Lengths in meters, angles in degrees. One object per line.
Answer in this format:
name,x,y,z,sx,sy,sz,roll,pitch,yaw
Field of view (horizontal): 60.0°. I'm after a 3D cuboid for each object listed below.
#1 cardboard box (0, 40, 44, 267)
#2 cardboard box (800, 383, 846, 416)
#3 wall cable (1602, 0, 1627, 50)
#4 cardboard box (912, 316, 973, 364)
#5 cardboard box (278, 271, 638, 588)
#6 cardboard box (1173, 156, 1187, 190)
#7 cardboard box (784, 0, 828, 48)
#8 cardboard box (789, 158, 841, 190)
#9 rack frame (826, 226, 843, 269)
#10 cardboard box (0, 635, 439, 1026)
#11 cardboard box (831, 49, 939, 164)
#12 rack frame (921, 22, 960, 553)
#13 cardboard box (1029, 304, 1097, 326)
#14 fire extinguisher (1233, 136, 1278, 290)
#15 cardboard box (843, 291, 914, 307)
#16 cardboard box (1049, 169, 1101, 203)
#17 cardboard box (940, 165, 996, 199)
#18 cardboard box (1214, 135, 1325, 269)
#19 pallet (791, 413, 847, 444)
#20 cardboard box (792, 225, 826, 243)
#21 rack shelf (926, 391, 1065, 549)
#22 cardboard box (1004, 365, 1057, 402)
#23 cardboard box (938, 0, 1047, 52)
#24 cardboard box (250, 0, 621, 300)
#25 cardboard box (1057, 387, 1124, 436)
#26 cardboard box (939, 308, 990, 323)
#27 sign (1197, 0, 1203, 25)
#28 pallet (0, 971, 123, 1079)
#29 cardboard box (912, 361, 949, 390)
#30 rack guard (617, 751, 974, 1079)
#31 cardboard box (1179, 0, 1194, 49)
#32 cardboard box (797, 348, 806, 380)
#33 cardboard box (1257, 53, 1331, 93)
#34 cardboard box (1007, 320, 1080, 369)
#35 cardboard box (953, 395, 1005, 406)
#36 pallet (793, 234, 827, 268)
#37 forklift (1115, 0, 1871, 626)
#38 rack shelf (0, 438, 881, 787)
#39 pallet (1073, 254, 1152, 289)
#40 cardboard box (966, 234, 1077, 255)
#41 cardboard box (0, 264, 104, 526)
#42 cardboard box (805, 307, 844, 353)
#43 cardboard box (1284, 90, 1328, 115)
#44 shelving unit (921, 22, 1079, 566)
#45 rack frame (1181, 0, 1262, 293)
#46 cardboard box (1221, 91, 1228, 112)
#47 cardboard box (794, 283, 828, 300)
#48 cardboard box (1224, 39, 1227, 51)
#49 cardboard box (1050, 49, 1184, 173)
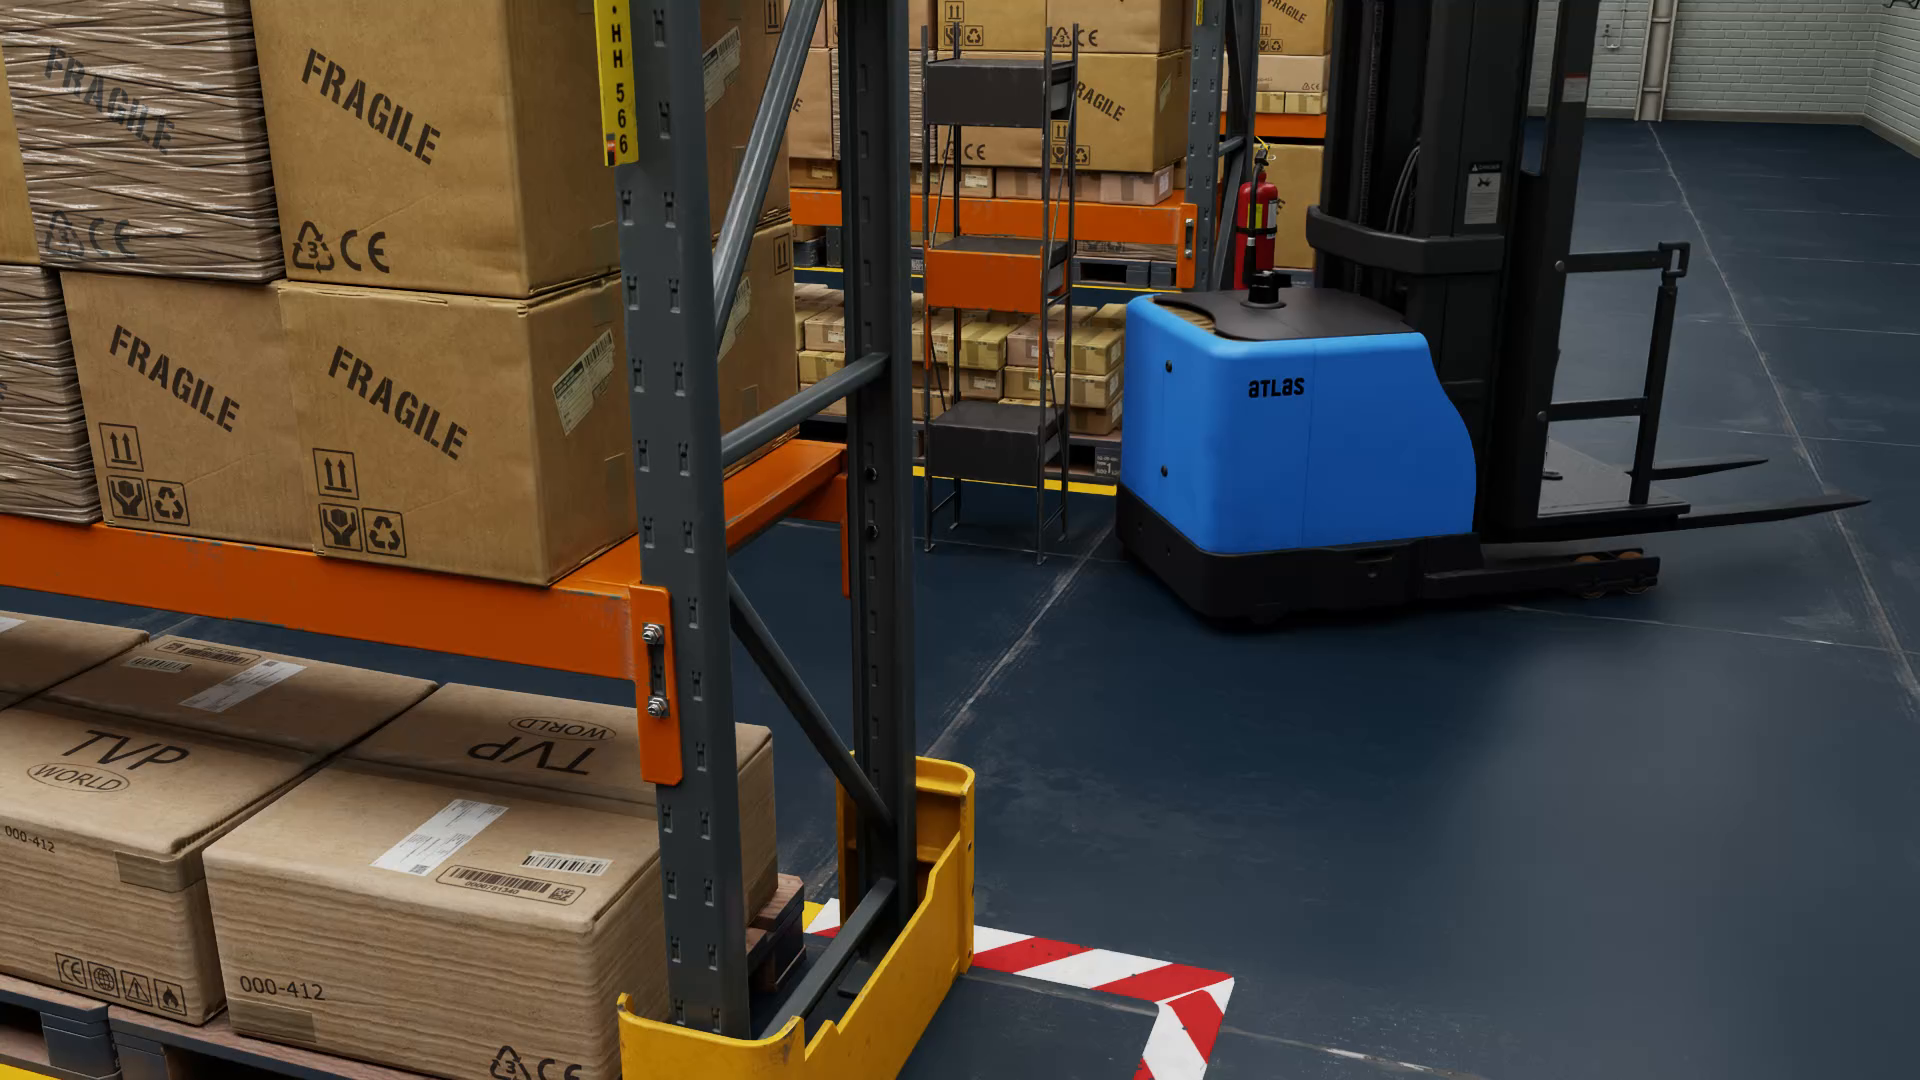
cardboard box,-1.827,-0.838,3.251,0.500,0.500,0.500,6,20,18
cardboard box,-0.609,-0.751,8.366,0.250,0.149,0.380,7,20,19
wall cable,9.325,-8.576,25.577,1.851,1.984,0.084,7,20,18
cardboard box,-0.107,-0.981,8.123,0.250,0.149,0.380,6,20,16
cardboard box,-0.867,-0.256,3.100,0.500,0.500,0.500,7,20,18
cardboard box,1.006,-1.807,8.084,0.250,0.149,0.380,6,20,18
cardboard box,-0.782,-2.585,7.811,0.500,0.500,0.500,6,20,16
cardboard box,-0.640,-1.807,8.086,0.250,0.149,0.380,7,20,19
rack frame,-0.850,-3.752,13.282,0.127,3.000,1.000,7,20,18
cardboard box,-1.848,0.637,3.947,0.875,0.438,0.875,7,20,20
cardboard box,-0.271,-2.054,7.807,0.500,0.500,0.500,7,20,18
rack frame,-0.074,-1.000,6.755,0.015,2.100,0.400,7,20,18
cardboard box,0.522,-1.076,8.396,0.250,0.149,0.380,7,20,19
fire extinguisher,1.291,-1.405,7.234,0.183,0.674,0.296,7,20,18
cardboard box,-0.428,-1.220,8.808,0.250,0.149,0.380,7,20,19
cardboard box,0.582,-1.656,7.651,0.250,0.149,0.380,6,20,18
cardboard box,0.091,-1.698,7.773,0.250,0.149,0.380,7,20,20
cardboard box,2.297,-2.559,12.450,0.875,0.875,0.875,7,20,18
pallet,-0.771,-0.711,8.795,1.213,0.211,1.003,7,20,18
cardboard box,-1.462,-3.010,13.743,0.875,0.875,1.225,7,20,18
rack shelf,0.156,-0.300,6.914,0.480,0.518,0.431,7,20,18
cardboard box,0.383,-0.794,8.039,0.250,0.149,0.380,6,20,17
cardboard box,0.212,-2.475,7.497,0.500,0.500,0.500,6,20,16
cardboard box,-0.858,-0.736,2.959,0.500,0.500,0.500,7,20,20
cardboard box,0.639,-0.633,8.027,0.250,0.149,0.380,7,20,19
cardboard box,0.064,-1.144,8.591,0.250,0.149,0.380,6,20,15
sign,1.004,-2.314,6.918,0.005,0.325,0.100,7,20,18
pallet,-2.254,0.884,4.220,1.213,0.211,1.003,7,20,18
cardboard box,-0.099,-0.866,8.245,0.250,0.149,0.380,6,20,17
rack guard,-0.301,0.944,3.607,0.348,0.500,1.175,7,20,18
cardboard box,0.868,-2.579,7.796,0.500,0.500,0.500,6,20,18
cardboard box,-0.877,-0.911,8.375,0.250,0.149,0.380,7,20,19
cardboard box,2.383,-3.359,11.932,0.500,0.250,0.500,6,20,17
cardboard box,0.403,-0.945,8.019,0.250,0.149,0.380,7,20,19
cardboard box,0.142,-0.684,8.175,0.250,0.149,0.380,6,20,18
pallet,-1.604,-2.495,13.913,1.213,0.211,1.003,7,20,18
forklift,2.220,-1.318,6.404,3.031,2.935,1.130,-5,20,-14
rack shelf,-2.213,-0.115,3.941,4.000,0.370,1.077,7,20,18
pallet,0.998,-2.197,13.059,1.213,0.211,1.003,7,20,18
cardboard box,0.597,-2.753,13.008,0.875,0.875,0.875,7,20,18
cardboard box,-1.825,-0.367,3.420,0.500,0.500,0.500,7,20,20
cardboard box,-0.592,-1.056,8.337,0.250,0.149,0.380,6,20,16
cardboard box,2.484,-3.137,11.901,0.250,0.149,0.380,7,20,19
shelving unit,0.156,-0.974,6.679,0.503,2.100,0.431,7,20,18
rack frame,1.205,-1.788,7.650,0.127,3.000,1.000,7,20,18
cardboard box,2.000,-3.192,12.059,0.250,0.149,0.380,7,20,18
cardboard box,-0.896,-1.278,8.975,0.250,0.149,0.380,6,20,16
cardboard box,2.091,-3.933,12.440,0.500,0.500,0.500,6,20,17
cardboard box,0.696,-1.945,7.494,0.500,0.500,0.500,7,20,19
